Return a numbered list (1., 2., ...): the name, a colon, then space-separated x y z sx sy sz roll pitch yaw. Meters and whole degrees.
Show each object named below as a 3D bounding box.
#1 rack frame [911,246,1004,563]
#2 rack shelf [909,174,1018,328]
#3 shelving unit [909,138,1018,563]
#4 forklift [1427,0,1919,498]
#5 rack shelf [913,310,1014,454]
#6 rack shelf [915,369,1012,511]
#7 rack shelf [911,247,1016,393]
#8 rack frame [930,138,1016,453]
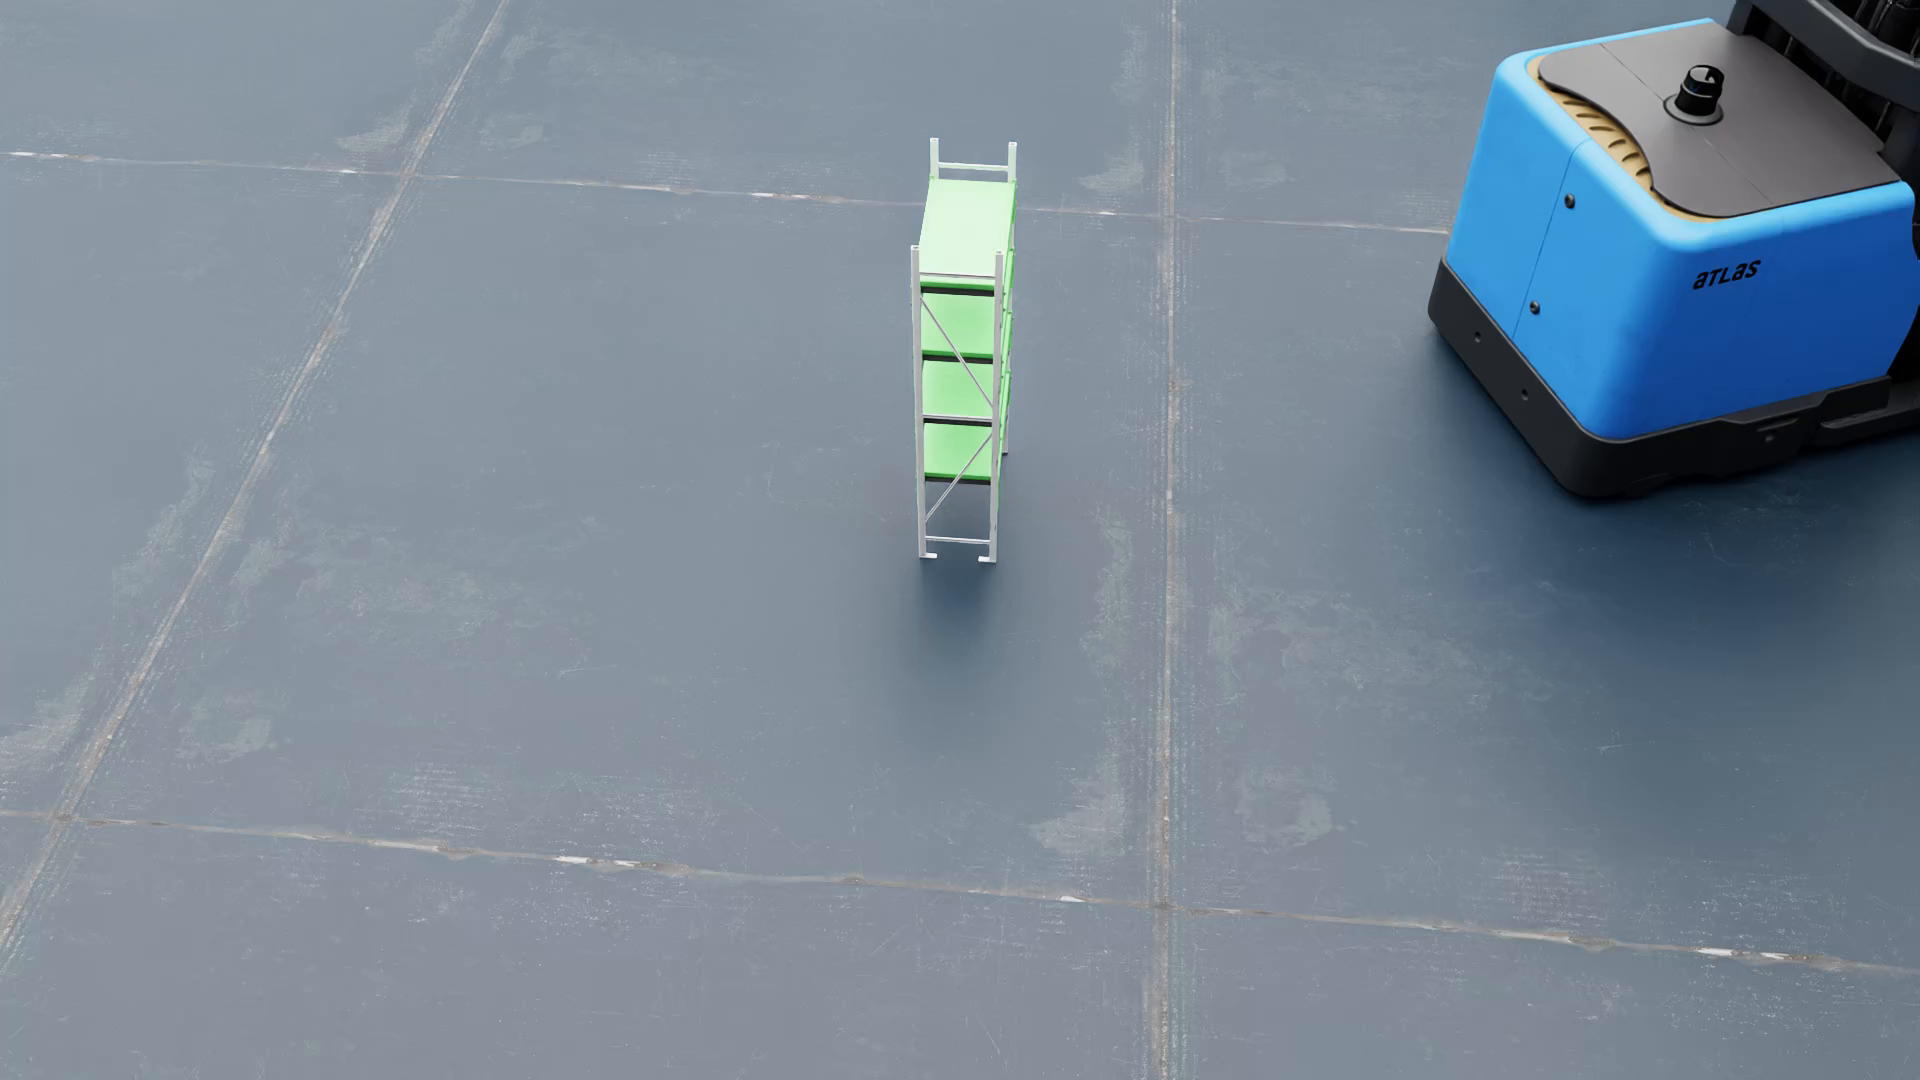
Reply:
1. rack frame: -0.007 -0.347 4.755 0.240 1.200 0.015 4 48 4
2. rack shelf: 0.015 -0.807 4.611 0.258 0.148 0.480 4 48 4
3. shelving unit: 0.015 -0.527 4.919 0.258 1.200 0.503 4 48 4
4. forklift: 3.230 -1.766 4.879 3.031 2.935 1.130 -13 49 -12
5. rack shelf: 0.015 -0.483 4.966 0.258 0.148 0.480 4 48 4
6. rack shelf: 0.015 -0.321 5.143 0.258 0.148 0.480 4 48 4
7. rack shelf: 0.015 -0.645 4.789 0.258 0.148 0.480 4 48 4
8. rack frame: 0.037 -0.706 5.083 0.240 1.200 0.015 4 48 4
